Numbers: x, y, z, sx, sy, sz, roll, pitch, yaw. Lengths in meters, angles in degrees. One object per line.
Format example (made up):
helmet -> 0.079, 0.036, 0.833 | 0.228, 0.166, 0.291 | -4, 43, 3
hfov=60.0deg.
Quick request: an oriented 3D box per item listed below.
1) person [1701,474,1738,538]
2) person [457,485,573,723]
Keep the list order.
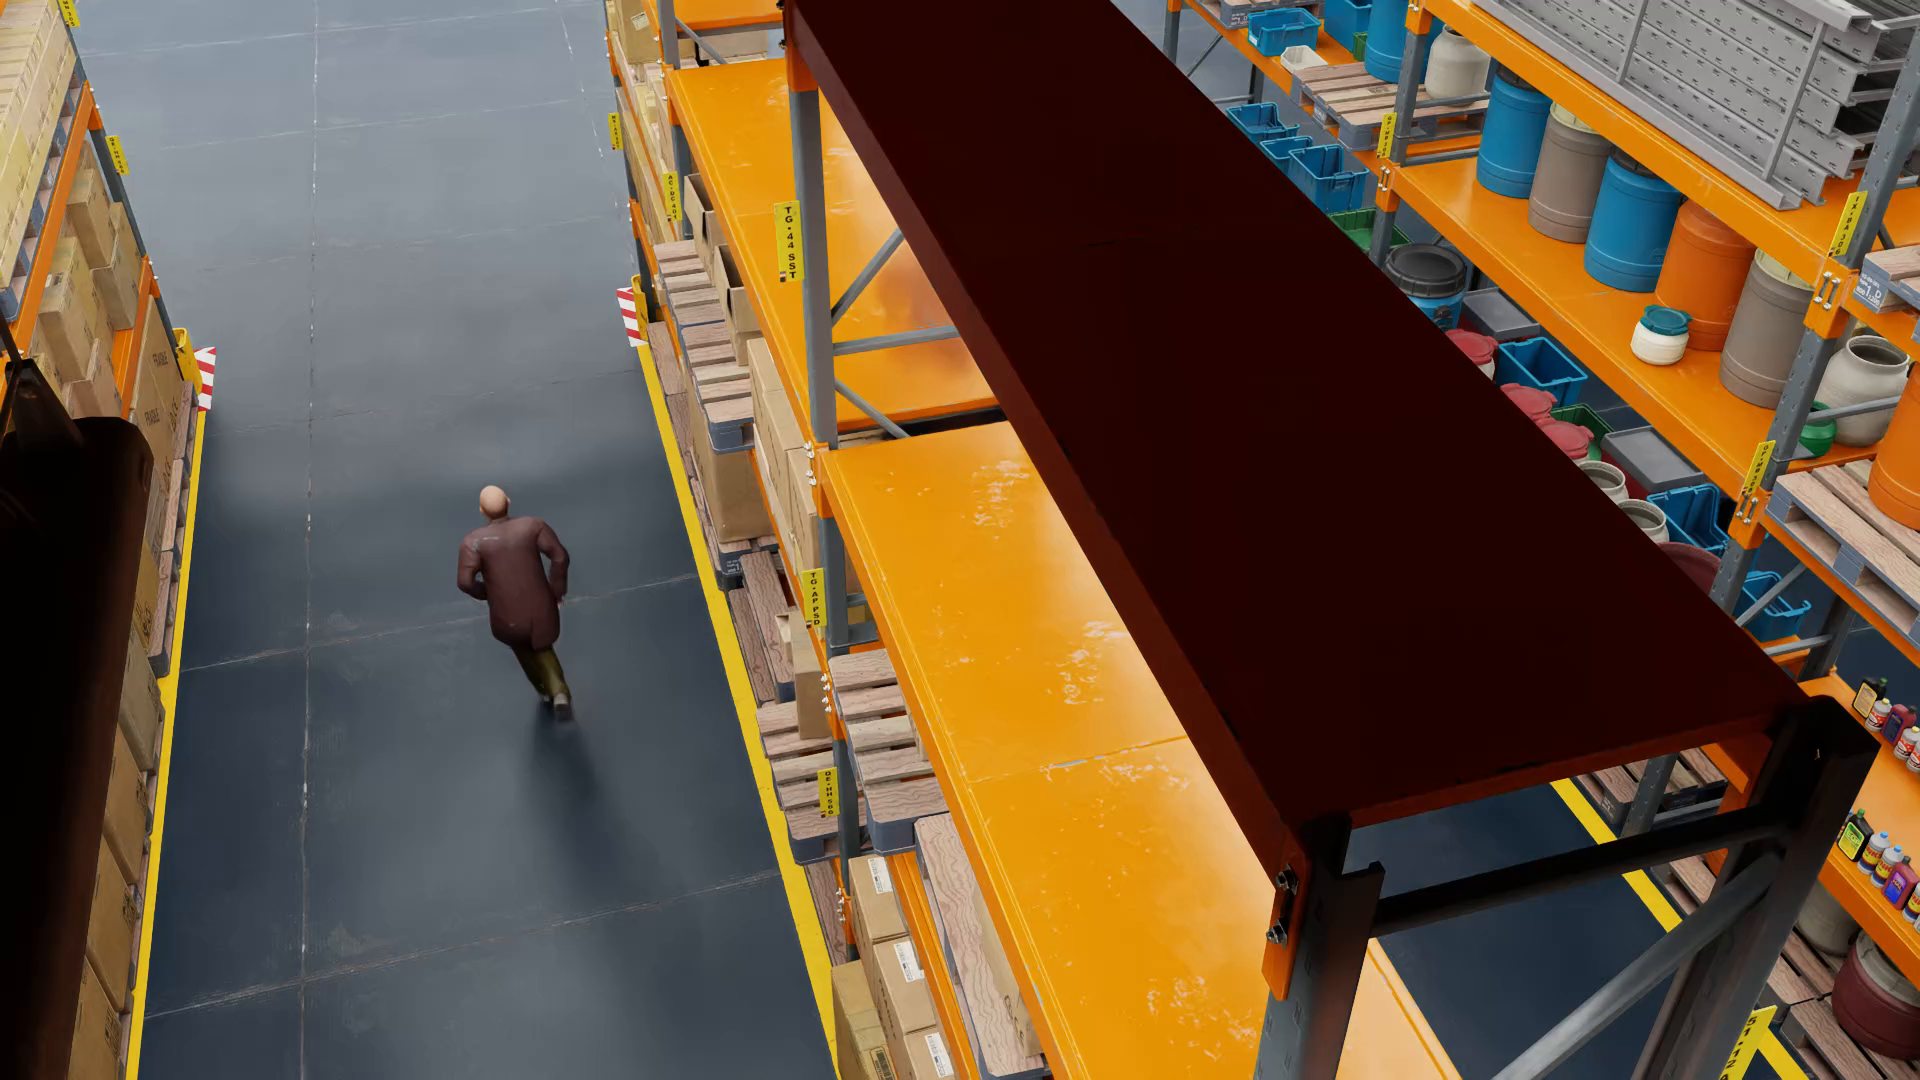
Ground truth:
person -> 5.522, -0.380, 12.017 | 0.507, 1.604, 0.667 | -6, 39, -8
person -> -2.807, 0.535, 10.815 | 0.713, 1.736, 0.912 | -21, 43, -25
